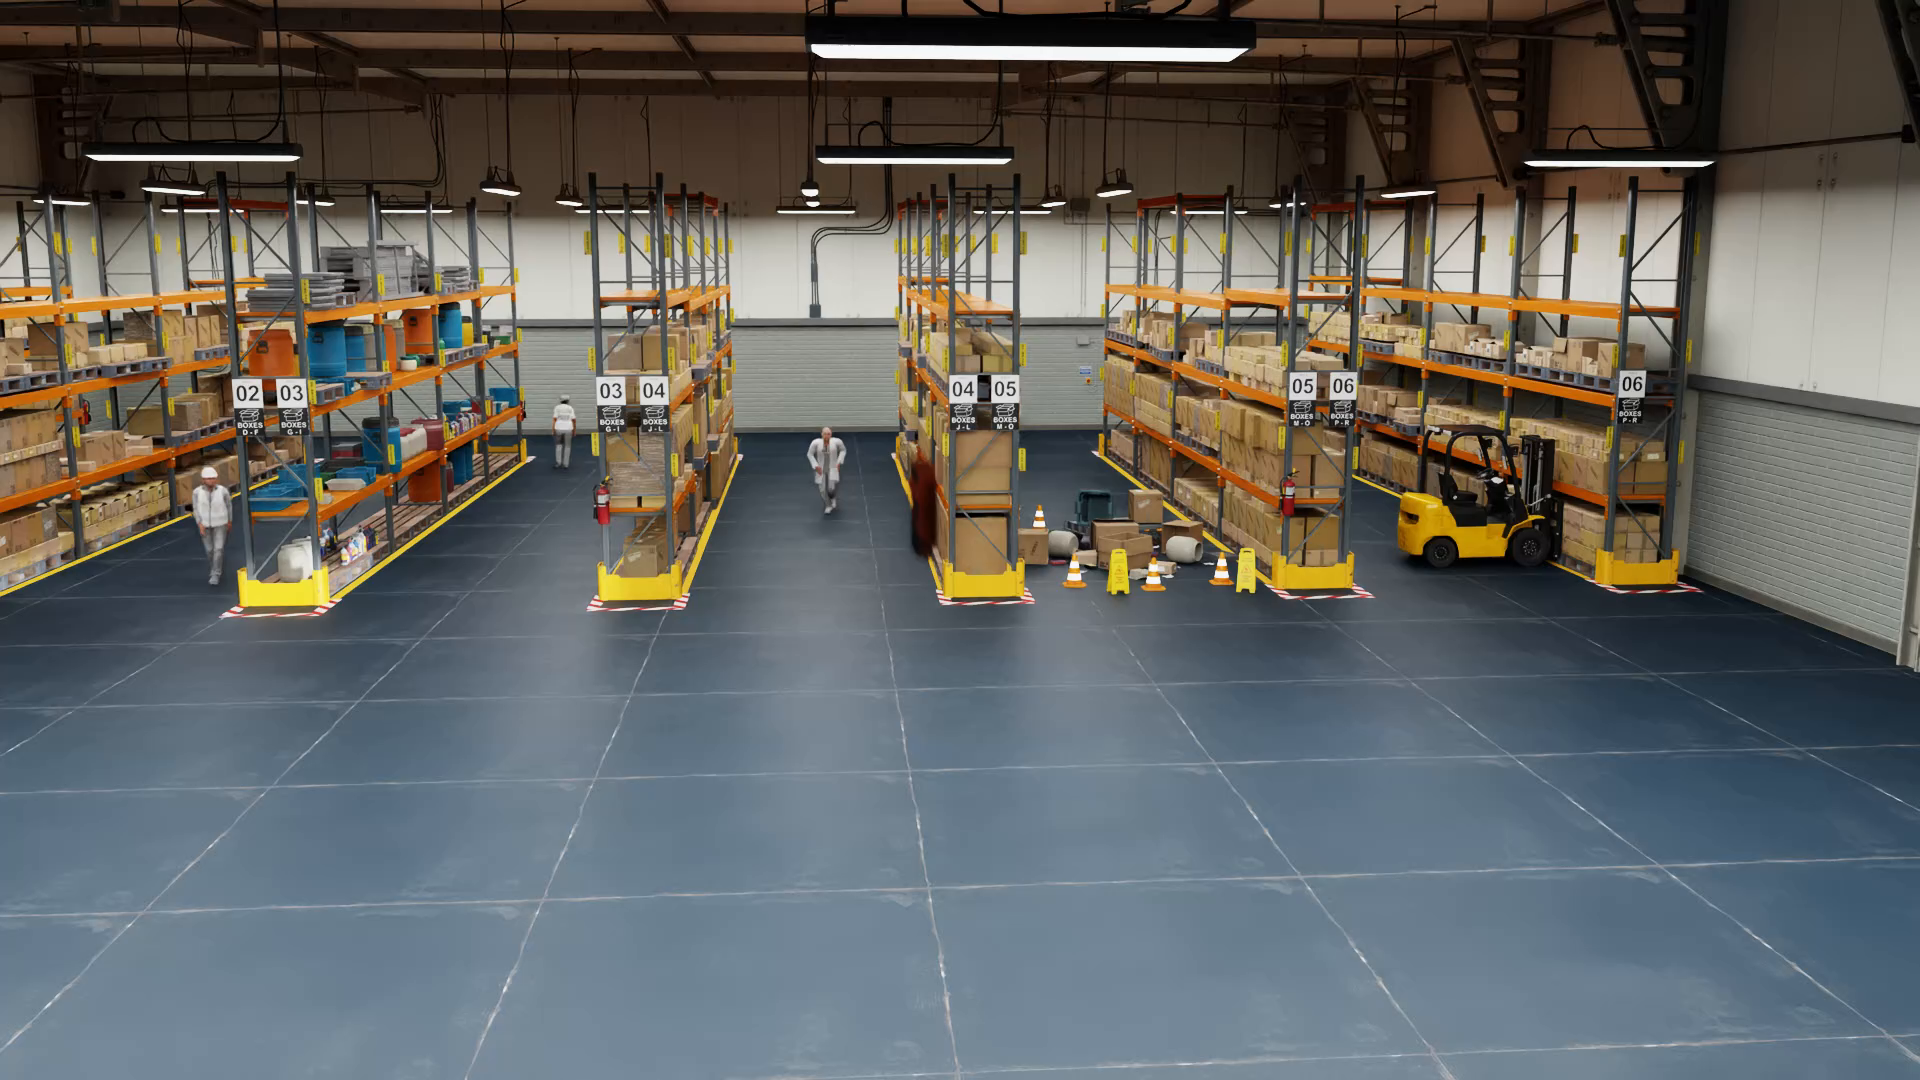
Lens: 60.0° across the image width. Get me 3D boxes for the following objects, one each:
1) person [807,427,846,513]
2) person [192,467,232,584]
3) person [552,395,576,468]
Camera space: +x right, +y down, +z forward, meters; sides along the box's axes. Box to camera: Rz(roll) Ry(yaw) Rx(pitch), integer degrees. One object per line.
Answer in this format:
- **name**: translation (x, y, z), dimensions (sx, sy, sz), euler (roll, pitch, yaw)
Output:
- **person**: translation (-2.512, -1.326, 31.450), dimensions (0.724, 1.673, 0.697), euler (0, 10, 3)
- **person**: translation (-11.260, -0.244, 25.048), dimensions (0.524, 1.717, 0.967), euler (-3, 10, -14)
- **person**: translation (-9.032, -2.447, 37.928), dimensions (0.565, 1.728, 0.412), euler (-1, 10, -3)
